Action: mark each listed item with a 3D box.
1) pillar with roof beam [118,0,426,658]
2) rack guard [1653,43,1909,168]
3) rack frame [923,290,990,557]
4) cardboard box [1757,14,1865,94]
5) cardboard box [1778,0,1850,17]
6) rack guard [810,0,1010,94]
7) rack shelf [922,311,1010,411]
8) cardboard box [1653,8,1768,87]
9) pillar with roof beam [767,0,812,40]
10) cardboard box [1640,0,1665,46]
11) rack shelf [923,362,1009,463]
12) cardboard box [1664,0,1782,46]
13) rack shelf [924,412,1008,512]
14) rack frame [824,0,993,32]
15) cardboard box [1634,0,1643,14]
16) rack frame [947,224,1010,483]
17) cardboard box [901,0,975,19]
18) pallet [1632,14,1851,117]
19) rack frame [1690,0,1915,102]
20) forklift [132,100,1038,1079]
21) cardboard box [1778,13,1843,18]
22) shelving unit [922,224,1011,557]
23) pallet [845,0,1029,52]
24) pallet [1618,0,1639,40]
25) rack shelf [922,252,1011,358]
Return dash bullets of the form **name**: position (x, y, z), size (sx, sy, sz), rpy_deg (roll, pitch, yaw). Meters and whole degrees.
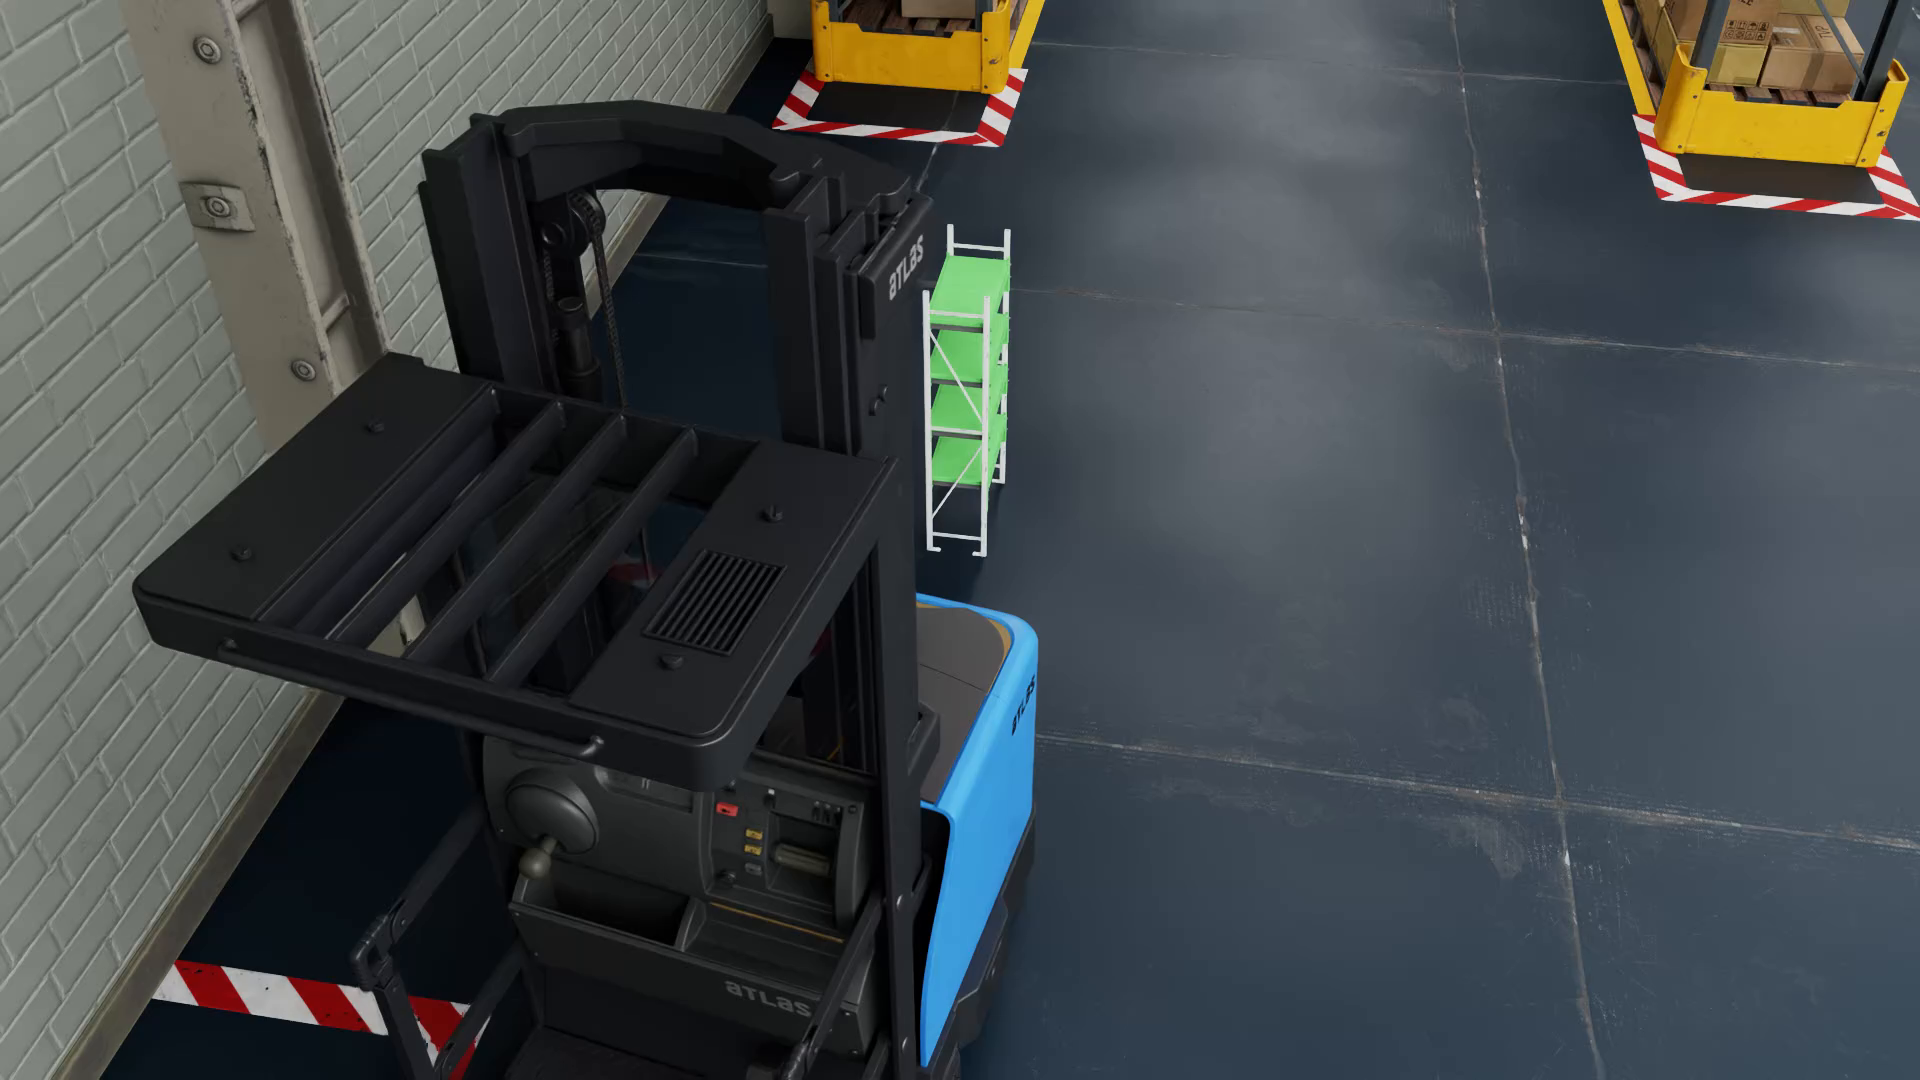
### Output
- **pillar with roof beam**: position (2.162, -2.561, 2.786), size (9.100, 9.000, 0.400), rpy_deg (6, 40, 8)
- **rack guard**: position (4.567, -2.432, 9.300), size (1.175, 0.500, 0.348), rpy_deg (6, 40, 8)
- **rack frame**: position (-0.014, -0.413, 6.308), size (0.240, 1.200, 0.015), rpy_deg (6, 40, 8)
- **cardboard box**: position (4.883, -2.825, 9.641), size (0.500, 0.250, 0.500), rpy_deg (6, 40, 8)
- **cardboard box**: position (4.967, -3.428, 9.782), size (0.500, 0.500, 0.500), rpy_deg (6, 40, 8)
- **rack guard**: position (-0.296, -3.039, 10.033), size (1.175, 0.500, 0.348), rpy_deg (6, 40, 8)
- **rack shelf**: position (0.029, -0.702, 6.381), size (0.258, 0.148, 0.480), rpy_deg (6, 40, 8)
- **cardboard box**: position (4.373, -2.882, 9.710), size (0.500, 0.250, 0.500), rpy_deg (6, 40, 8)
- **pillar with roof beam**: position (3.200, -6.327, 7.340), size (9.100, 9.000, 0.400), rpy_deg (6, 40, 8)
- **cardboard box**: position (4.447, -3.197, 10.091), size (0.500, 0.250, 0.500), rpy_deg (6, 40, 8)
- **rack shelf**: position (0.029, -0.517, 6.534), size (0.258, 0.148, 0.480), rpy_deg (6, 40, 8)
- **cardboard box**: position (4.371, -3.171, 9.472), size (0.500, 0.500, 0.500), rpy_deg (6, 40, 8)
- **rack shelf**: position (0.029, -0.332, 6.687), size (0.258, 0.148, 0.480), rpy_deg (6, 40, 8)
- **rack frame**: position (-0.309, -3.955, 9.179), size (1.000, 3.000, 0.127), rpy_deg (6, 40, 8)
- **cardboard box**: position (4.532, -3.511, 10.471), size (0.500, 0.250, 0.500), rpy_deg (6, 40, 8)
- **rack frame**: position (0.071, -0.719, 6.679), size (0.240, 1.200, 0.015), rpy_deg (6, 40, 8)
- **cardboard box**: position (-0.100, -3.512, 10.409), size (0.500, 0.311, 0.500), rpy_deg (2, 40, 3)
- **pallet**: position (4.662, -2.821, 9.996), size (1.003, 0.211, 1.213), rpy_deg (6, 40, 8)
- **rack frame**: position (4.571, -3.411, 8.521), size (1.000, 3.000, 0.127), rpy_deg (6, 40, 8)
- **forklift**: position (-0.723, 0.713, 3.588), size (1.130, 2.935, 3.031), rpy_deg (12, 41, 15)
- **cardboard box**: position (4.966, -3.139, 10.021), size (0.500, 0.250, 0.500), rpy_deg (6, 40, 8)
- **shelving unit**: position (0.029, -0.566, 6.493), size (0.258, 1.200, 0.503), rpy_deg (6, 40, 8)
- **pallet**: position (-0.120, -3.434, 10.737), size (1.003, 0.211, 1.213), rpy_deg (6, 40, 8)
- **pallet**: position (4.875, -3.584, 10.919), size (1.003, 0.211, 1.213), rpy_deg (6, 40, 8)
- **rack shelf**: position (0.029, -0.887, 6.228), size (0.258, 0.148, 0.480), rpy_deg (6, 40, 8)
